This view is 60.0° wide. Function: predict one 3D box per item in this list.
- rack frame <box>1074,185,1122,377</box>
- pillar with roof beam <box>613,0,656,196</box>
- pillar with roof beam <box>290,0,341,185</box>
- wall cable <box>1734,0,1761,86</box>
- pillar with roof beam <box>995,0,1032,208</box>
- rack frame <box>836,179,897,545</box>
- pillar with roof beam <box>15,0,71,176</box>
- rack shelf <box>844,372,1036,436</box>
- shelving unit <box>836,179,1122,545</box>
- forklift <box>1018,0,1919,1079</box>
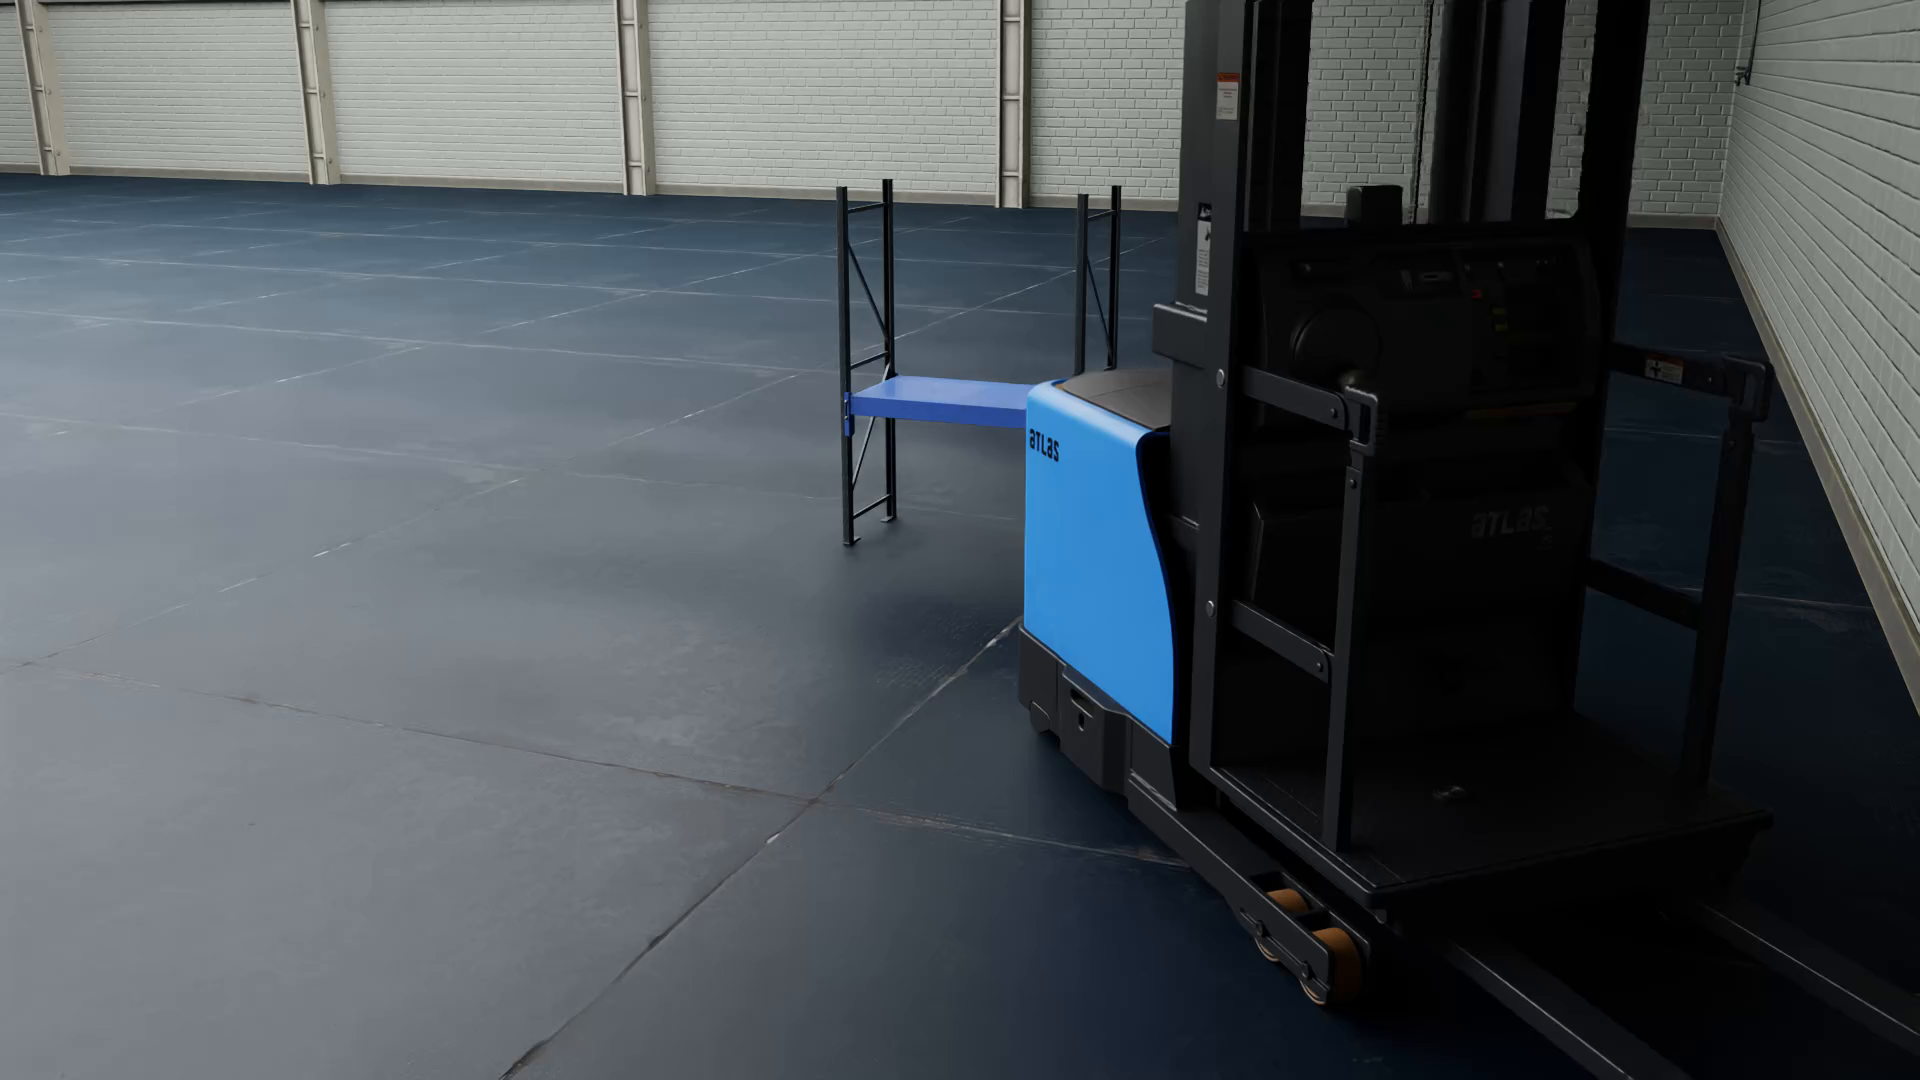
[{"bbox_3d":[0.552,-0.660,6.755,0.032,1.500,0.500,6,17,21],"label":"rack frame"},{"bbox_3d":[-6.431,-8.452,20.146,0.400,9.000,9.100,6,17,21],"label":"pillar with roof beam"},{"bbox_3d":[-12.013,-9.066,22.260,0.400,9.000,9.100,6,17,21],"label":"pillar with roof beam"},{"bbox_3d":[8.567,-6.205,17.977,0.112,2.526,3.097,6,17,21],"label":"wall cable"},{"bbox_3d":[-0.850,-7.838,18.032,0.400,9.000,9.100,6,17,21],"label":"pillar with roof beam"},{"bbox_3d":[-0.394,-0.764,7.114,0.032,1.500,0.500,6,17,21],"label":"rack frame"},{"bbox_3d":[-17.594,-9.679,24.374,0.400,9.000,9.100,6,17,21],"label":"pillar with roof beam"},{"bbox_3d":[0.079,-0.539,6.985,1.000,0.185,0.538,6,17,21],"label":"rack shelf"},{"bbox_3d":[0.079,-0.712,6.934,1.048,1.500,0.538,6,17,21],"label":"shelving unit"},{"bbox_3d":[1.179,-0.517,3.697,1.130,2.935,3.031,-6,17,-20],"label":"forklift"}]
